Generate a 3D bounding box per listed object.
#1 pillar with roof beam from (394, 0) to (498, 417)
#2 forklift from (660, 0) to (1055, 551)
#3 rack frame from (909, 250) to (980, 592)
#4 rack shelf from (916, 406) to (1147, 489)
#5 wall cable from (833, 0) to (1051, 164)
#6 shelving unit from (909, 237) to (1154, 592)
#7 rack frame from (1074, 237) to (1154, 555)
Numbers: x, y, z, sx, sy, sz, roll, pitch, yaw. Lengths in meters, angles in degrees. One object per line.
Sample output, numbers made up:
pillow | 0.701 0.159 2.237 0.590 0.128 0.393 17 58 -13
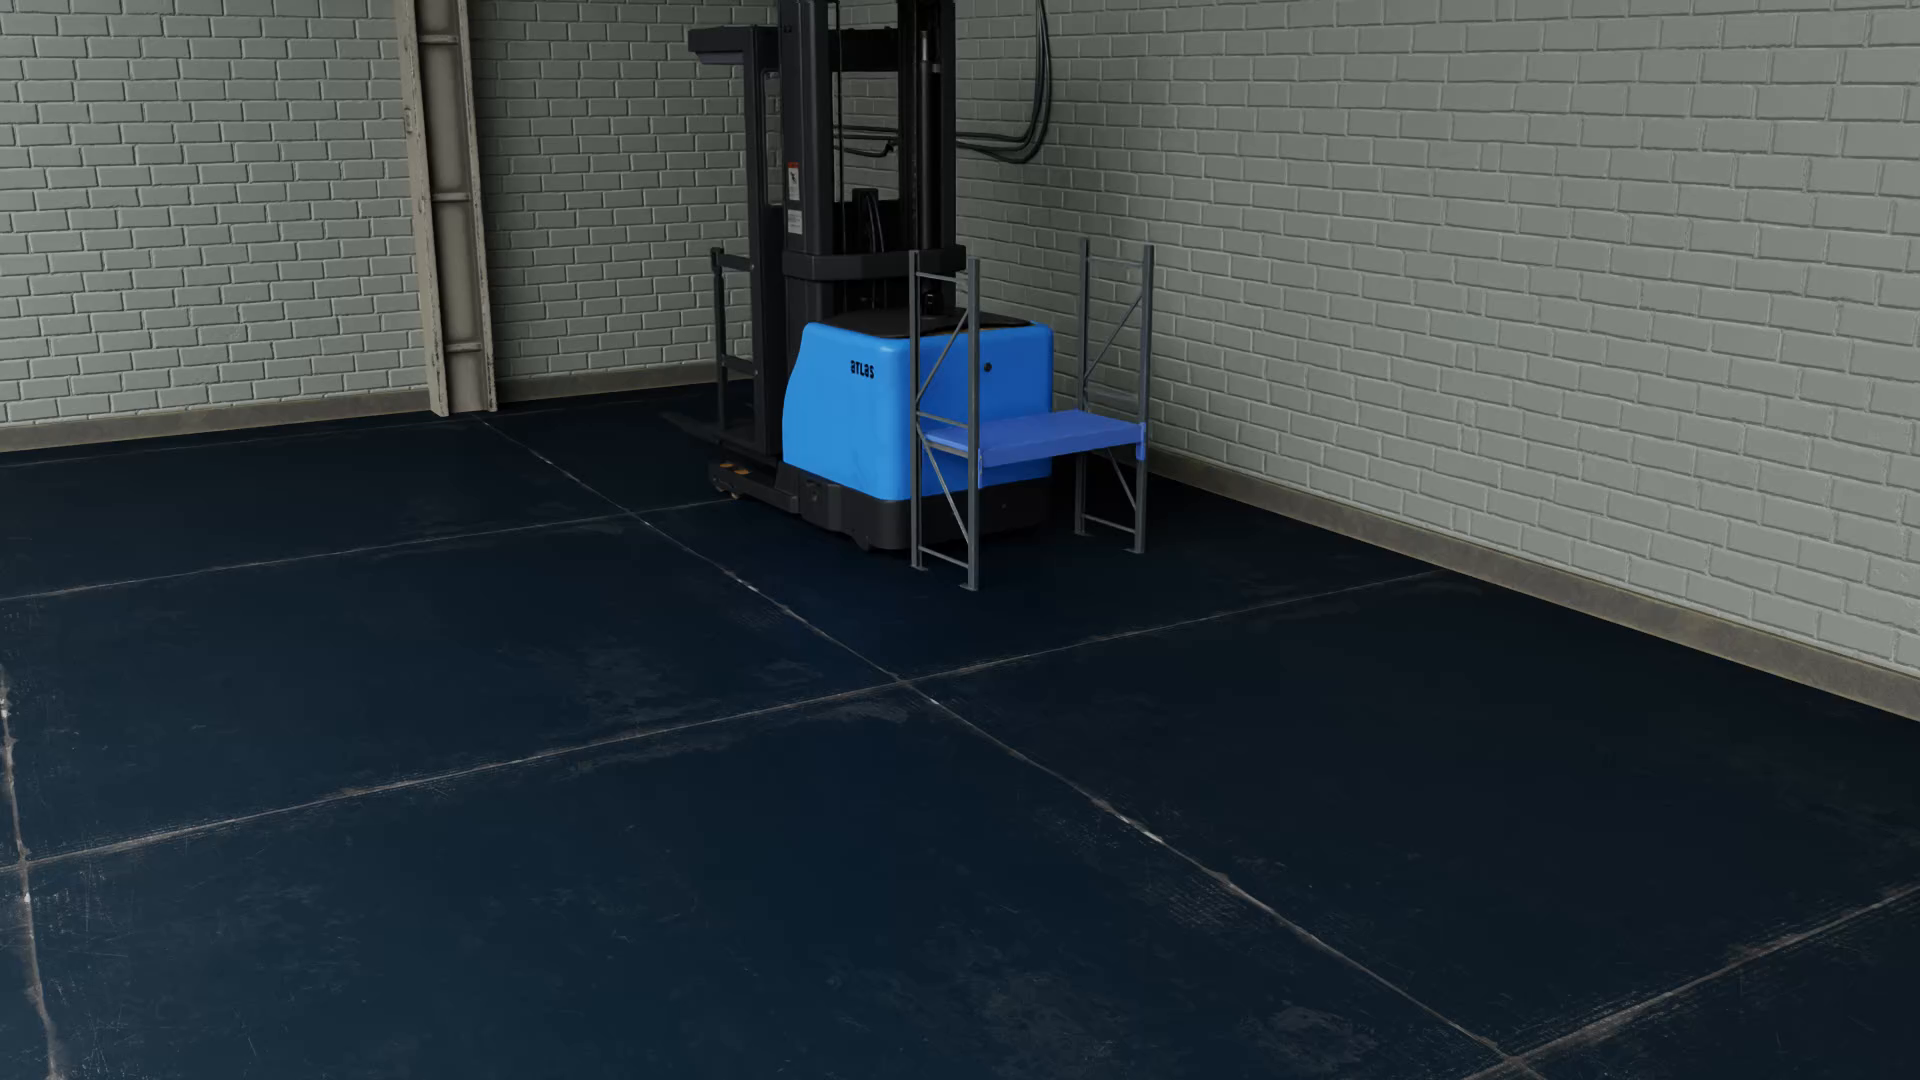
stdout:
pillar with roof beam | -1.261 -4.249 6.894 0.400 9.000 9.100 -9 18 -30
forklift | -0.758 -1.701 9.047 1.130 2.935 3.031 -10 19 -33
rack frame | -0.073 -0.543 7.567 0.032 1.500 0.500 -11 19 -35
rack shelf | 0.337 -0.450 7.904 1.000 0.185 0.538 -11 19 -35
wall cable | -0.272 -3.853 11.236 0.112 2.526 3.097 -9 18 -30
shelving unit | 0.337 -0.624 7.856 1.048 1.500 0.538 -11 19 -35
rack frame | 0.748 -0.705 8.145 0.032 1.500 0.500 -11 19 -35
